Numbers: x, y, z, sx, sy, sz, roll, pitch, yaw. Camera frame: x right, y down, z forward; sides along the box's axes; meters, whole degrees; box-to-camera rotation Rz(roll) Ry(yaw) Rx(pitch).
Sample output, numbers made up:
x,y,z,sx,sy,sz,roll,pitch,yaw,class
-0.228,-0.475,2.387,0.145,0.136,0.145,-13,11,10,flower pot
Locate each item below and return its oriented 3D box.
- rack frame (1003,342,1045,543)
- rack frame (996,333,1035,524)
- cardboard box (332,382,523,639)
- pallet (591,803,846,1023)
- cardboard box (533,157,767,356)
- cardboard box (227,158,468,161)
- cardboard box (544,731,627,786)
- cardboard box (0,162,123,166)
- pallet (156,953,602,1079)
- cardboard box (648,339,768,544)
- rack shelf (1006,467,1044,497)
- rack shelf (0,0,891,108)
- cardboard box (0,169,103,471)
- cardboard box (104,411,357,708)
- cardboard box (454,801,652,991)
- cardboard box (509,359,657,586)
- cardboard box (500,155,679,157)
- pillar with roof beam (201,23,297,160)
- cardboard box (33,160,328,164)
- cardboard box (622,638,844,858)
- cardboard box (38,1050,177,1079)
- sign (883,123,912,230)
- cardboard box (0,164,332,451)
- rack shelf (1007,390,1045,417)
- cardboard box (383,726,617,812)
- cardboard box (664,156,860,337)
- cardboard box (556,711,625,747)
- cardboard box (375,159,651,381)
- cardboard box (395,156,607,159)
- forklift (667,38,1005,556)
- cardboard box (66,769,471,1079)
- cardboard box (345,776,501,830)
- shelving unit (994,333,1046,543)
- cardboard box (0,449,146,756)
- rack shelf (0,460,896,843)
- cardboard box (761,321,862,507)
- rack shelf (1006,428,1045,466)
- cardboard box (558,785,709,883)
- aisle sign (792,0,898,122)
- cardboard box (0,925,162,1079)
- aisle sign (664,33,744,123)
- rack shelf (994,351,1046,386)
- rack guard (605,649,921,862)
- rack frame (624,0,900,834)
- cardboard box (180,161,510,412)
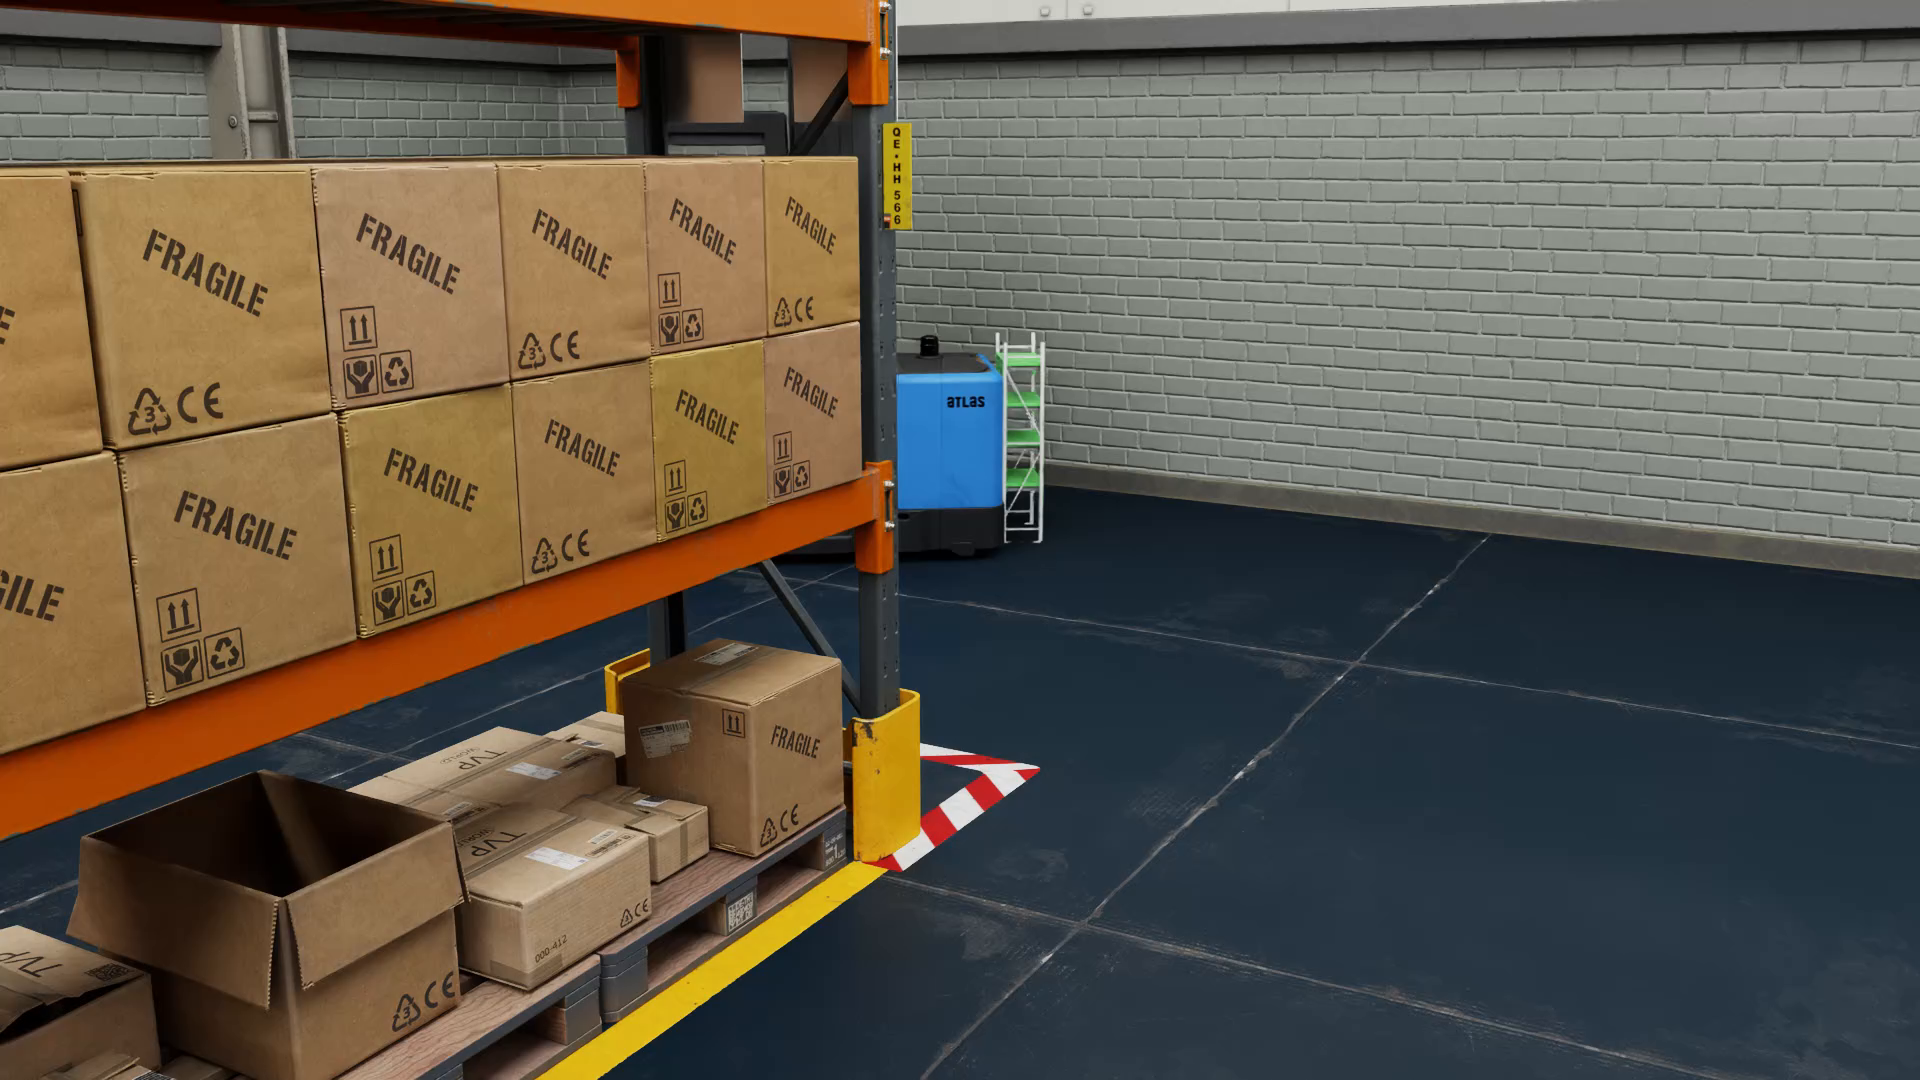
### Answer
x,y,z,sx,sy,sz,roll,pitch,yaw,class
0.373,-0.567,9.826,0.240,1.200,0.015,-1,14,-4,rack frame
0.339,-0.681,10.300,0.240,1.200,0.015,-1,14,-4,rack frame
-1.388,-0.106,3.858,0.500,0.500,0.500,7,15,27,cardboard box
-1.094,1.043,5.256,1.003,0.211,1.213,7,15,28,pallet
-0.890,-0.800,4.606,0.500,0.500,0.500,8,16,30,cardboard box
-1.610,-0.755,4.418,0.500,0.500,0.500,8,16,29,cardboard box
-1.296,0.770,5.546,0.380,0.166,0.250,7,15,28,cardboard box
-2.099,-0.548,3.558,0.500,0.500,0.500,8,15,28,cardboard box
-1.684,1.293,4.222,1.003,0.211,1.213,7,15,28,pallet
-0.898,-0.311,4.709,0.500,0.500,0.500,8,15,29,cardboard box
0.356,-0.329,10.134,0.258,0.148,0.480,-1,14,-4,rack shelf
-1.639,-1.190,3.704,1.077,0.370,4.000,7,15,28,rack shelf
-1.883,-0.376,2.848,0.500,0.500,0.500,7,15,26,cardboard box
-1.632,-0.001,3.425,0.500,0.500,0.500,7,15,28,cardboard box
-1.205,0.962,4.571,0.500,0.250,0.500,7,15,28,cardboard box
-1.144,-0.209,4.287,0.500,0.500,0.500,8,15,28,cardboard box
-1.118,-0.965,5.290,0.500,0.500,0.500,8,16,30,cardboard box
-0.694,-4.133,7.976,9.100,9.000,0.400,7,15,28,pillar with roof beam
-1.855,-0.651,3.986,0.500,0.500,0.500,7,15,28,cardboard box
-0.720,0.649,5.336,0.500,0.500,0.500,7,15,28,cardboard box
-1.804,1.252,3.546,0.380,0.166,0.250,7,15,28,cardboard box
-0.196,-1.141,5.222,0.100,0.325,0.005,7,15,28,sign
-1.634,-0.482,3.285,0.500,0.500,0.500,7,15,26,cardboard box
0.356,-0.796,10.022,0.258,0.148,0.480,-1,14,-4,rack shelf
-1.425,0.813,5.189,0.500,0.250,0.500,7,15,28,cardboard box
-0.647,-0.904,5.036,0.500,0.500,0.500,7,15,28,cardboard box
-1.176,0.727,5.761,0.380,0.149,0.250,7,15,28,cardboard box
-1.137,-0.693,4.162,0.500,0.500,0.500,8,16,30,cardboard box
-1.364,-0.857,4.842,0.500,0.500,0.500,8,15,29,cardboard box
-1.290,-1.397,9.575,3.031,2.935,1.130,-1,14,-5,forklift
-1.702,0.943,4.111,0.797,0.503,0.637,7,15,28,cardboard box
-1.667,0.916,4.763,0.500,0.250,0.500,7,15,28,cardboard box
0.356,-0.624,10.063,0.258,1.200,0.503,-1,14,-4,shelving unit
-1.876,0.101,3.000,0.500,0.500,0.500,8,16,29,cardboard box
-1.639,0.268,4.055,1.077,0.370,4.000,7,15,28,rack shelf
-0.651,-0.418,5.152,0.500,0.500,0.500,8,16,30,cardboard box
0.356,-0.562,10.078,0.258,0.148,0.480,-1,14,-4,rack shelf
-0.994,0.884,5.073,0.380,0.166,0.250,7,15,28,cardboard box
-0.371,-1.735,5.282,0.394,0.787,0.004,7,15,28,aisle sign
-2.216,1.119,3.789,0.500,0.311,0.500,7,15,28,cardboard box
-0.896,-1.803,5.564,0.394,0.787,0.004,7,15,28,aisle sign
0.356,-1.029,9.966,0.258,0.148,0.480,-1,14,-4,rack shelf
-0.709,0.739,5.901,1.175,0.500,0.348,7,15,28,rack guard
-0.672,-0.492,5.673,1.000,3.000,0.127,7,15,28,rack frame
-1.385,-0.588,3.725,0.500,0.500,0.500,8,16,30,cardboard box
